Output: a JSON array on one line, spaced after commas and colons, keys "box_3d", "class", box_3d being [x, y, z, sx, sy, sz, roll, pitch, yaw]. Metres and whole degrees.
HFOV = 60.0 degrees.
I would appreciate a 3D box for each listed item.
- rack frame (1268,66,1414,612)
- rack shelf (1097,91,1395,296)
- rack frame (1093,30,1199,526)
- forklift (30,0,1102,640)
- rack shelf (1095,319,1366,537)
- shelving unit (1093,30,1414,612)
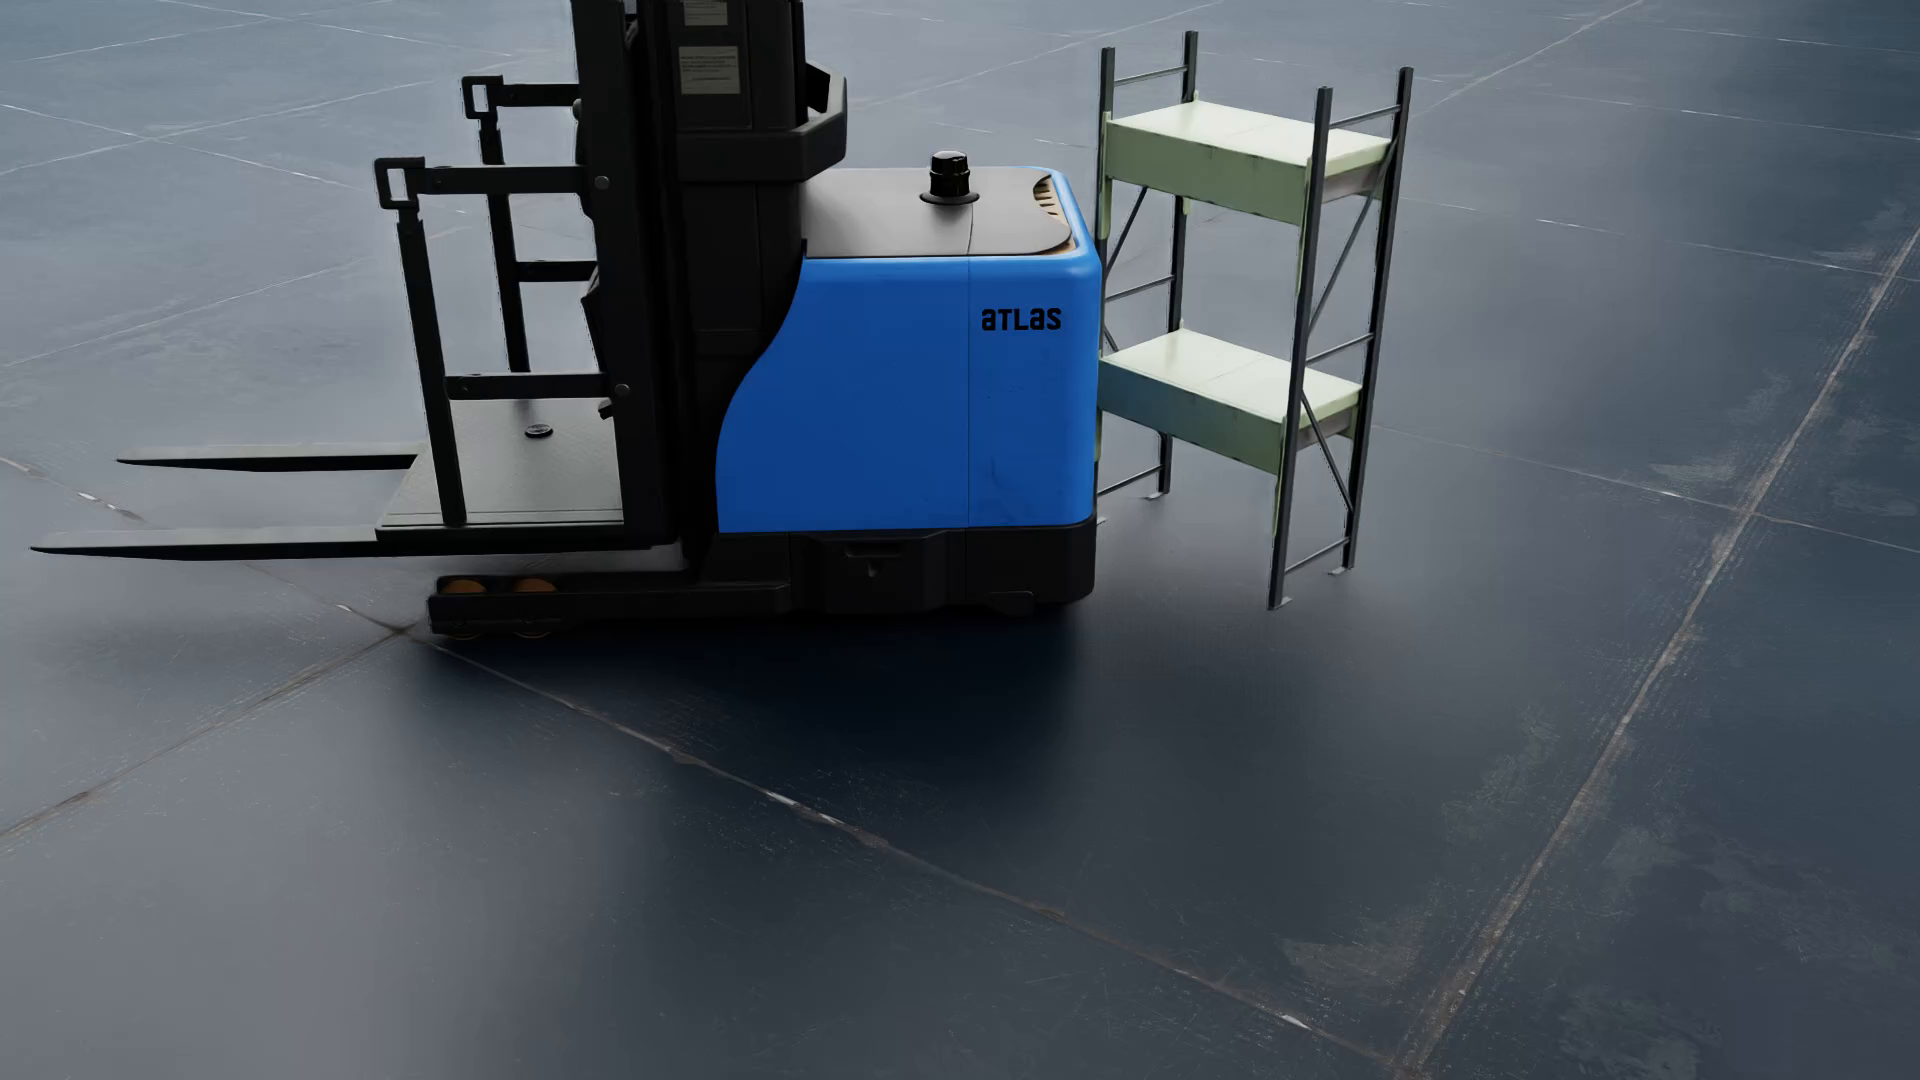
[{"box_3d": [1.051, -0.526, 4.629, 0.400, 1.500, 0.023, -23, 35, -38], "class": "rack frame"}, {"box_3d": [0.800, -0.994, 4.689, 0.431, 0.370, 0.720, -23, 35, -38], "class": "rack shelf"}, {"box_3d": [0.548, -0.767, 5.103, 0.400, 1.500, 0.023, -23, 35, -38], "class": "rack frame"}, {"box_3d": [-1.144, -1.270, 4.513, 3.031, 2.935, 1.130, -1, 27, -2], "class": "forklift"}, {"box_3d": [0.800, -0.356, 5.014, 0.431, 0.370, 0.720, -23, 35, -38], "class": "rack shelf"}, {"box_3d": [0.800, -0.646, 4.866, 0.431, 1.500, 0.755, -23, 35, -38], "class": "shelving unit"}]
